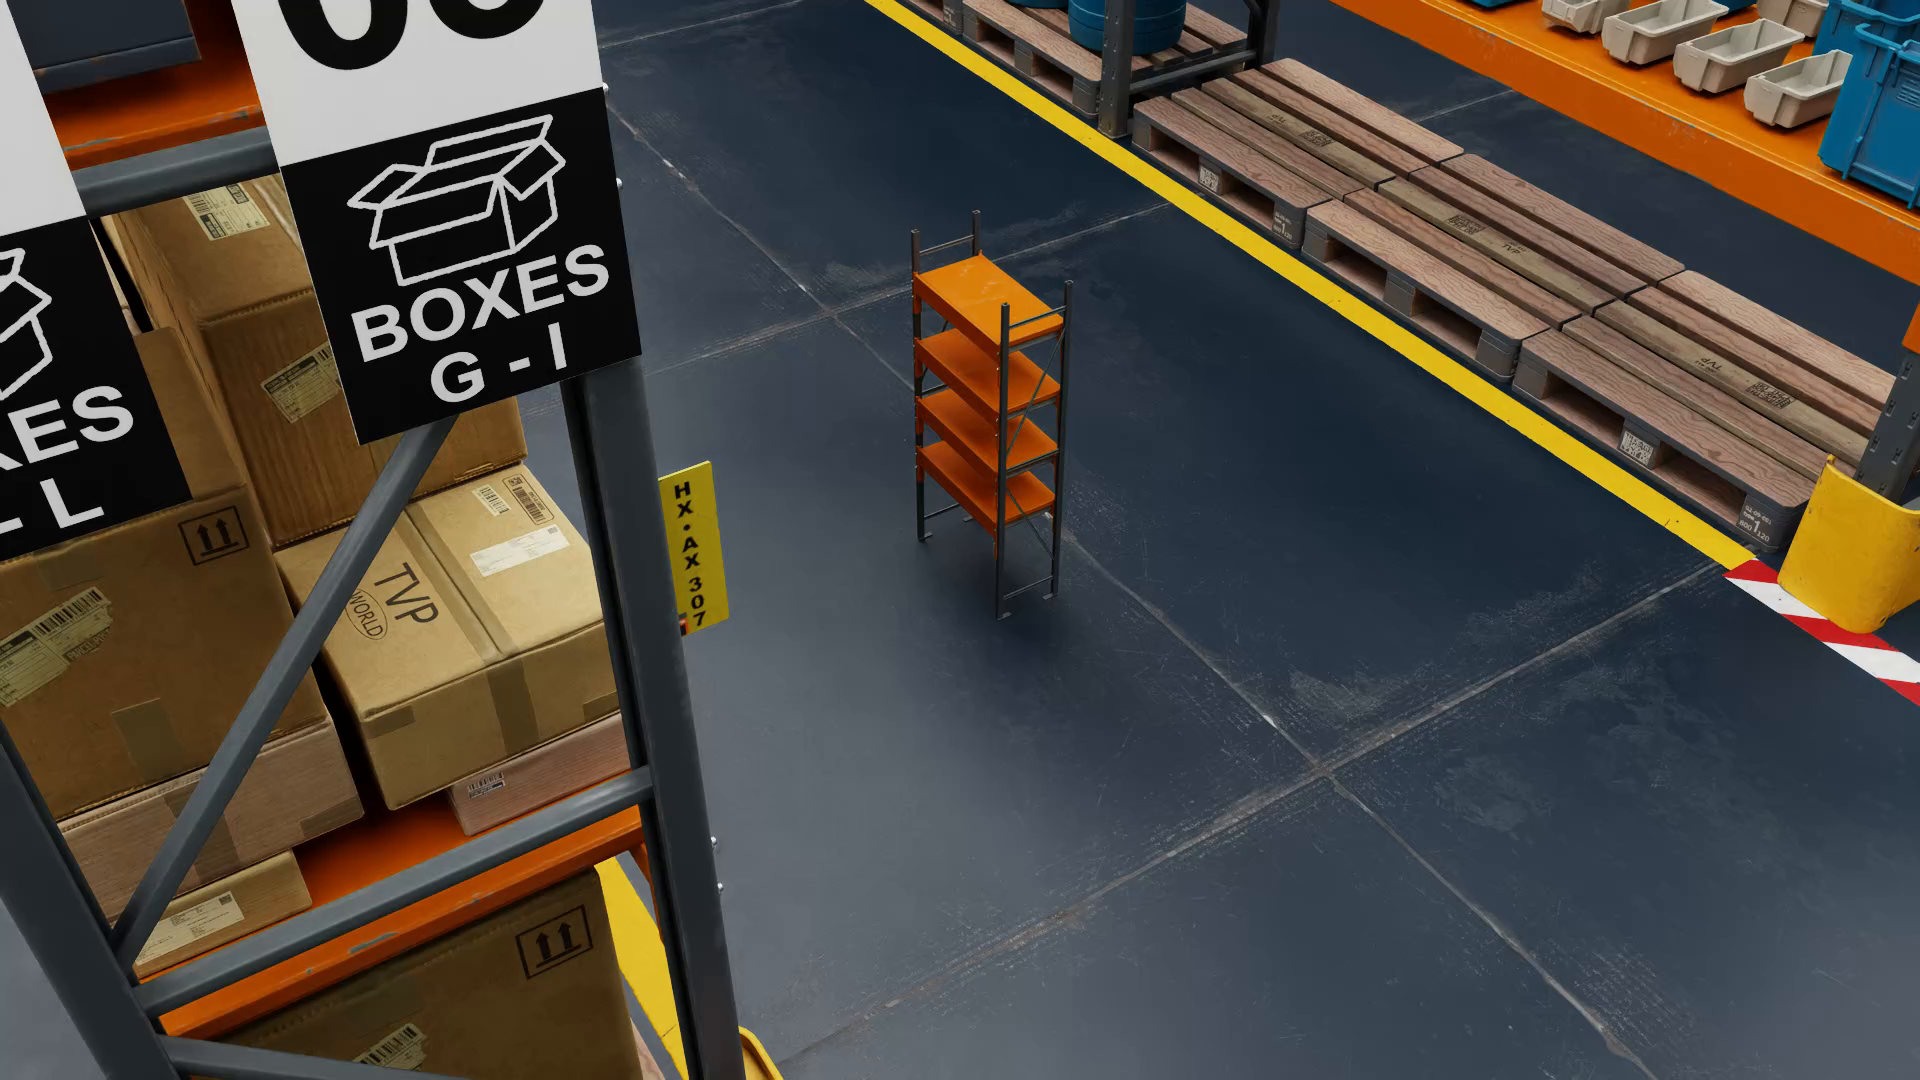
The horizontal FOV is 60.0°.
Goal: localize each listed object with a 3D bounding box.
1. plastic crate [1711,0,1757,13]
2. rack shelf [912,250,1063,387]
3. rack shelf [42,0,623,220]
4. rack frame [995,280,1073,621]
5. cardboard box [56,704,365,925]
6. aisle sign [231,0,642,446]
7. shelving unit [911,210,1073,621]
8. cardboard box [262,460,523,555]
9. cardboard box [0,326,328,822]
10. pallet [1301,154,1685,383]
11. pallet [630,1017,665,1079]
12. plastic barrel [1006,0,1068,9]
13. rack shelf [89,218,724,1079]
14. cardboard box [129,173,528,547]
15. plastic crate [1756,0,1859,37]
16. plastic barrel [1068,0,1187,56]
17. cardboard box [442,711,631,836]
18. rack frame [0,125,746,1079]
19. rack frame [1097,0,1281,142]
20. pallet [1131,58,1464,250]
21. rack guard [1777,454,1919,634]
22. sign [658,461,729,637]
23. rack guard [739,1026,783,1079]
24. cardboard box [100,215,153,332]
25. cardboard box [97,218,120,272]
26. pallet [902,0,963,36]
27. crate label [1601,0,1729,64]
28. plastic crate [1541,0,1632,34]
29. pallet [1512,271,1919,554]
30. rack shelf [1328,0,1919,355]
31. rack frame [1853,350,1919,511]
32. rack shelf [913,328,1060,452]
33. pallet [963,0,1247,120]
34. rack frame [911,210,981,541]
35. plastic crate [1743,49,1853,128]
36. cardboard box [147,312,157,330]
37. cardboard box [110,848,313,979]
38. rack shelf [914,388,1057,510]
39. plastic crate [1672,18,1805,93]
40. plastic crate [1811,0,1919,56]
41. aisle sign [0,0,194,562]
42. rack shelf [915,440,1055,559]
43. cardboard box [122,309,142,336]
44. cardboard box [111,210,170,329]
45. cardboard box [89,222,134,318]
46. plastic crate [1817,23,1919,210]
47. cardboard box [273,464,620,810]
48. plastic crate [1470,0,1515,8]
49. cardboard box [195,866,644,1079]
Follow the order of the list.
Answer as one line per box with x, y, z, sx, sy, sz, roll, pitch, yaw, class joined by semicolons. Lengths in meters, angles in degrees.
2.715;-2.050;5.950;0.416;0.233;0.300;-22;45;-24;plastic crate
0.089;-0.673;5.007;0.258;0.148;0.480;-22;45;-24;rack shelf
-1.973;-1.384;3.287;1.077;0.370;4.000;-22;45;-24;rack shelf
0.220;-0.240;5.101;0.240;1.200;0.015;-22;45;-24;rack frame
-1.382;0.344;2.878;0.500;0.250;0.500;-23;45;-25;cardboard box
-0.606;-0.492;1.966;0.394;0.787;0.004;-22;45;-24;aisle sign
0.089;-0.372;5.259;0.258;1.200;0.503;-22;45;-24;shelving unit
-1.213;-0.116;3.430;0.500;0.250;0.500;-23;45;-25;cardboard box
-1.381;0.054;2.641;0.500;0.500;0.500;-22;44;-24;cardboard box
2.216;-1.179;7.000;1.003;0.211;1.213;-22;45;-24;pallet
-1.394;1.238;4.100;1.003;0.211;1.213;-22;45;-24;pallet
0.468;-3.329;8.714;0.600;0.901;0.708;-22;45;-24;plastic barrel
-1.973;-0.232;4.247;1.077;0.370;4.000;-22;45;-24;rack shelf
-1.197;-0.395;3.180;0.500;0.500;0.500;-23;45;-25;cardboard box
2.956;-1.870;5.810;0.250;0.136;0.298;-22;45;-24;plastic crate
0.849;-2.947;8.255;0.600;0.901;0.708;-22;45;-24;plastic barrel
-0.811;0.363;3.168;0.380;0.149;0.250;-22;44;-24;cardboard box
-0.901;0.572;2.720;0.949;2.616;0.053;-22;45;-24;rack frame
1.127;-3.293;7.358;1.000;3.000;0.127;-22;45;-24;rack frame
1.555;-1.838;7.791;1.003;0.211;1.213;-22;45;-24;pallet
3.302;-0.165;5.557;1.175;0.500;0.348;-22;45;-24;rack guard
-0.427;0.020;2.644;0.100;0.325;0.005;-22;45;-24;sign
-0.885;1.545;3.506;1.175;0.500;0.348;-22;45;-24;rack guard
-1.766;-0.668;4.093;0.500;0.250;0.500;-23;45;-25;cardboard box
-2.035;-0.942;4.423;0.500;0.250;0.500;-21;44;-24;cardboard box
0.088;-3.311;9.559;1.003;0.211;1.213;-22;45;-24;pallet
2.373;-1.737;5.650;0.396;0.136;0.243;-22;45;-24;crate label
2.198;-1.890;5.834;0.298;0.136;0.250;-22;45;-24;plastic crate
2.867;-0.521;6.210;1.003;0.211;1.213;-22;45;-24;pallet
2.203;-1.937;6.293;1.077;0.370;4.000;-22;45;-24;rack shelf
3.278;-1.134;4.767;1.000;3.000;0.127;-22;45;-24;rack frame
0.089;-0.492;5.159;0.258;0.148;0.480;-22;45;-24;rack shelf
0.748;-2.652;8.768;1.003;0.211;1.213;-22;45;-24;pallet
-0.042;-0.503;5.417;0.240;1.200;0.015;-22;45;-24;rack frame
2.687;-1.433;5.286;0.396;0.136;0.243;-22;45;-24;plastic crate
-1.481;-0.388;3.757;0.500;0.250;0.500;-24;45;-26;cardboard box
-1.367;0.589;2.896;0.380;0.149;0.250;-21;44;-24;cardboard box
0.089;-0.320;5.302;0.258;0.148;0.480;-22;45;-24;rack shelf
2.543;-1.595;5.480;0.396;0.136;0.243;-22;45;-24;plastic crate
3.069;-1.694;5.524;0.416;0.233;0.300;-22;45;-24;plastic crate
-1.112;-0.285;1.719;0.394;0.787;0.004;-22;45;-24;aisle sign
0.089;-0.167;5.429;0.258;0.148;0.480;-22;45;-24;rack shelf
-1.928;-0.204;3.537;0.500;0.250;0.500;-24;45;-26;cardboard box
-1.481;-0.673;3.513;0.500;0.500;0.500;-23;45;-26;cardboard box
-2.212;-0.484;3.872;0.500;0.250;0.500;-22;45;-24;cardboard box
2.941;-1.287;4.876;0.616;0.435;0.499;-22;45;-24;plastic crate
-0.928;0.163;3.097;0.500;0.250;0.500;-23;45;-25;cardboard box
1.958;-2.113;6.026;0.416;0.233;0.300;-22;45;-24;plastic crate
-1.309;0.908;3.649;0.875;0.875;0.875;-22;45;-24;cardboard box
